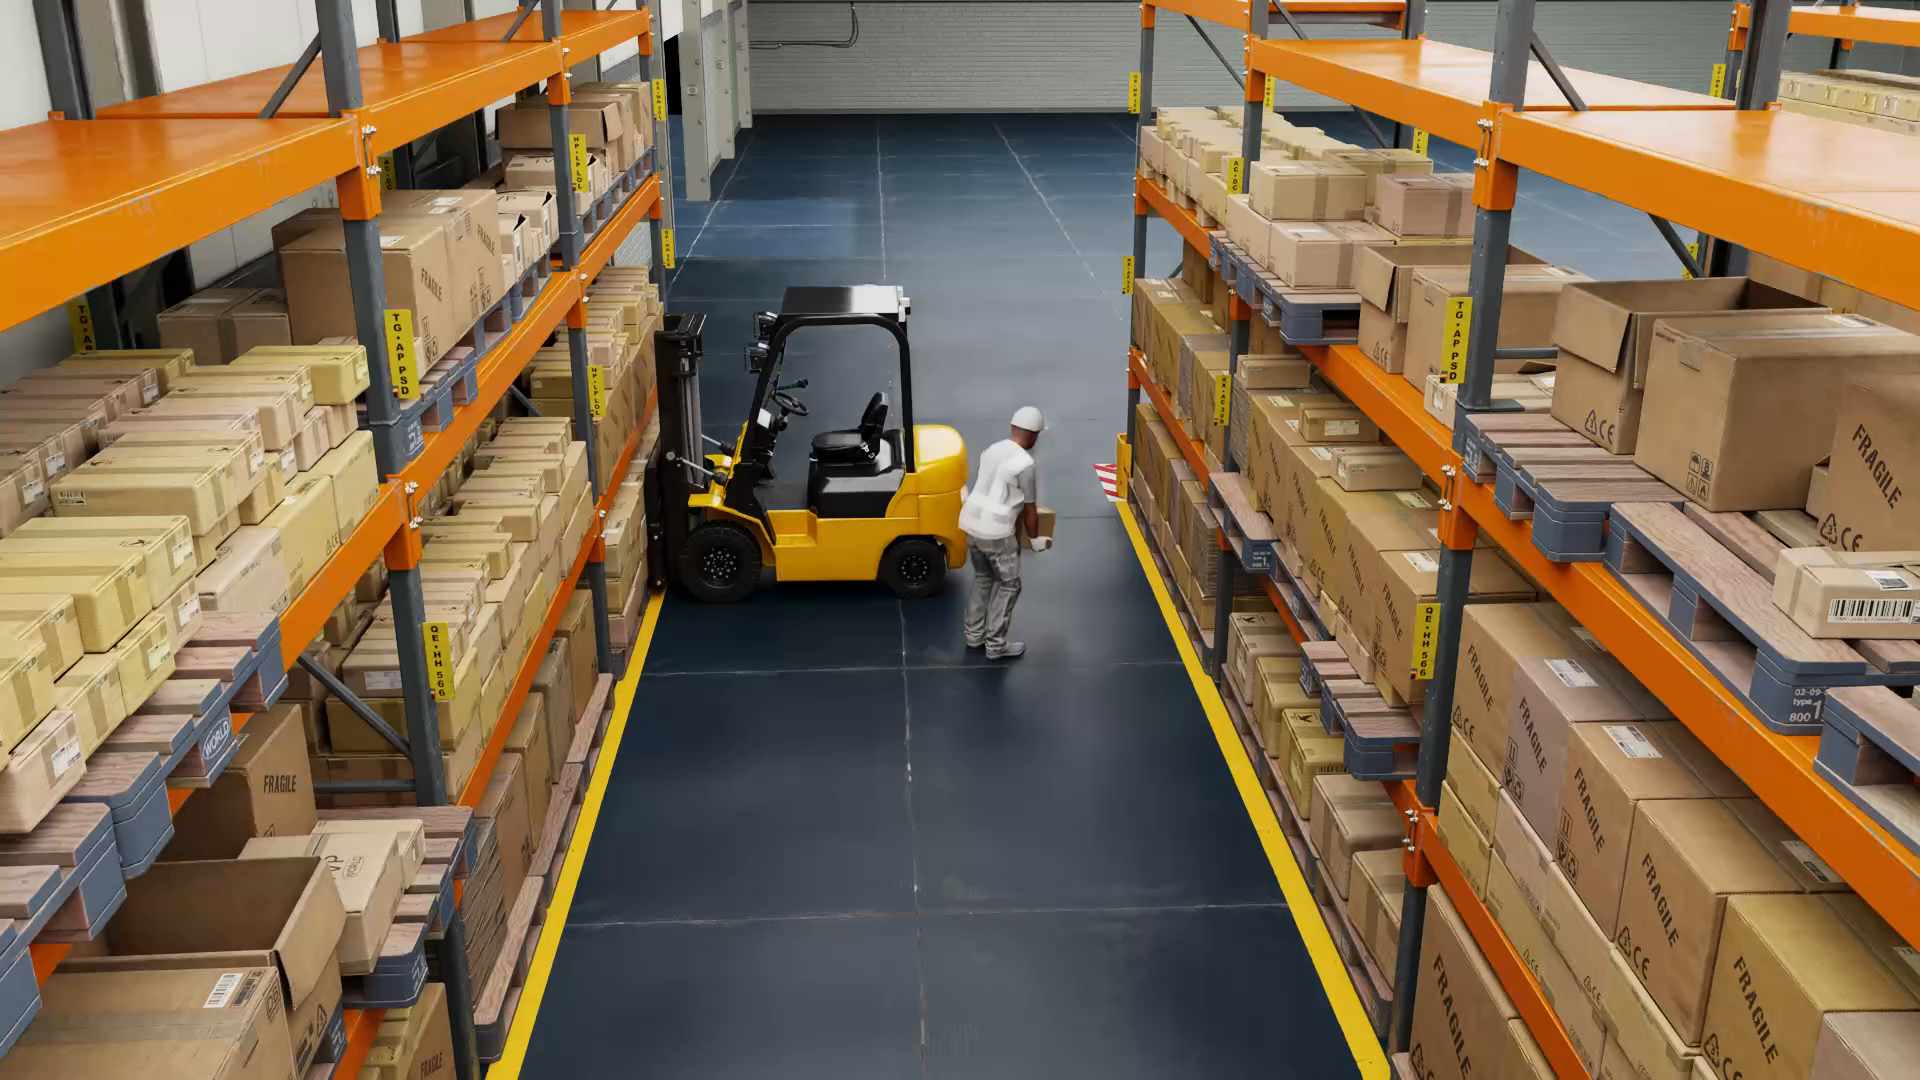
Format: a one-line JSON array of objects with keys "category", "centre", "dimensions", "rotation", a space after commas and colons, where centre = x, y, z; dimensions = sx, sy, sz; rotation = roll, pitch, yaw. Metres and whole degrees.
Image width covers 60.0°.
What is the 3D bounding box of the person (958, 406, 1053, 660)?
[{"category": "person", "centre": [0.312, -0.064, 11.343], "dimensions": [0.657, 1.697, 0.481], "rotation": [-13, 24, -31]}]
